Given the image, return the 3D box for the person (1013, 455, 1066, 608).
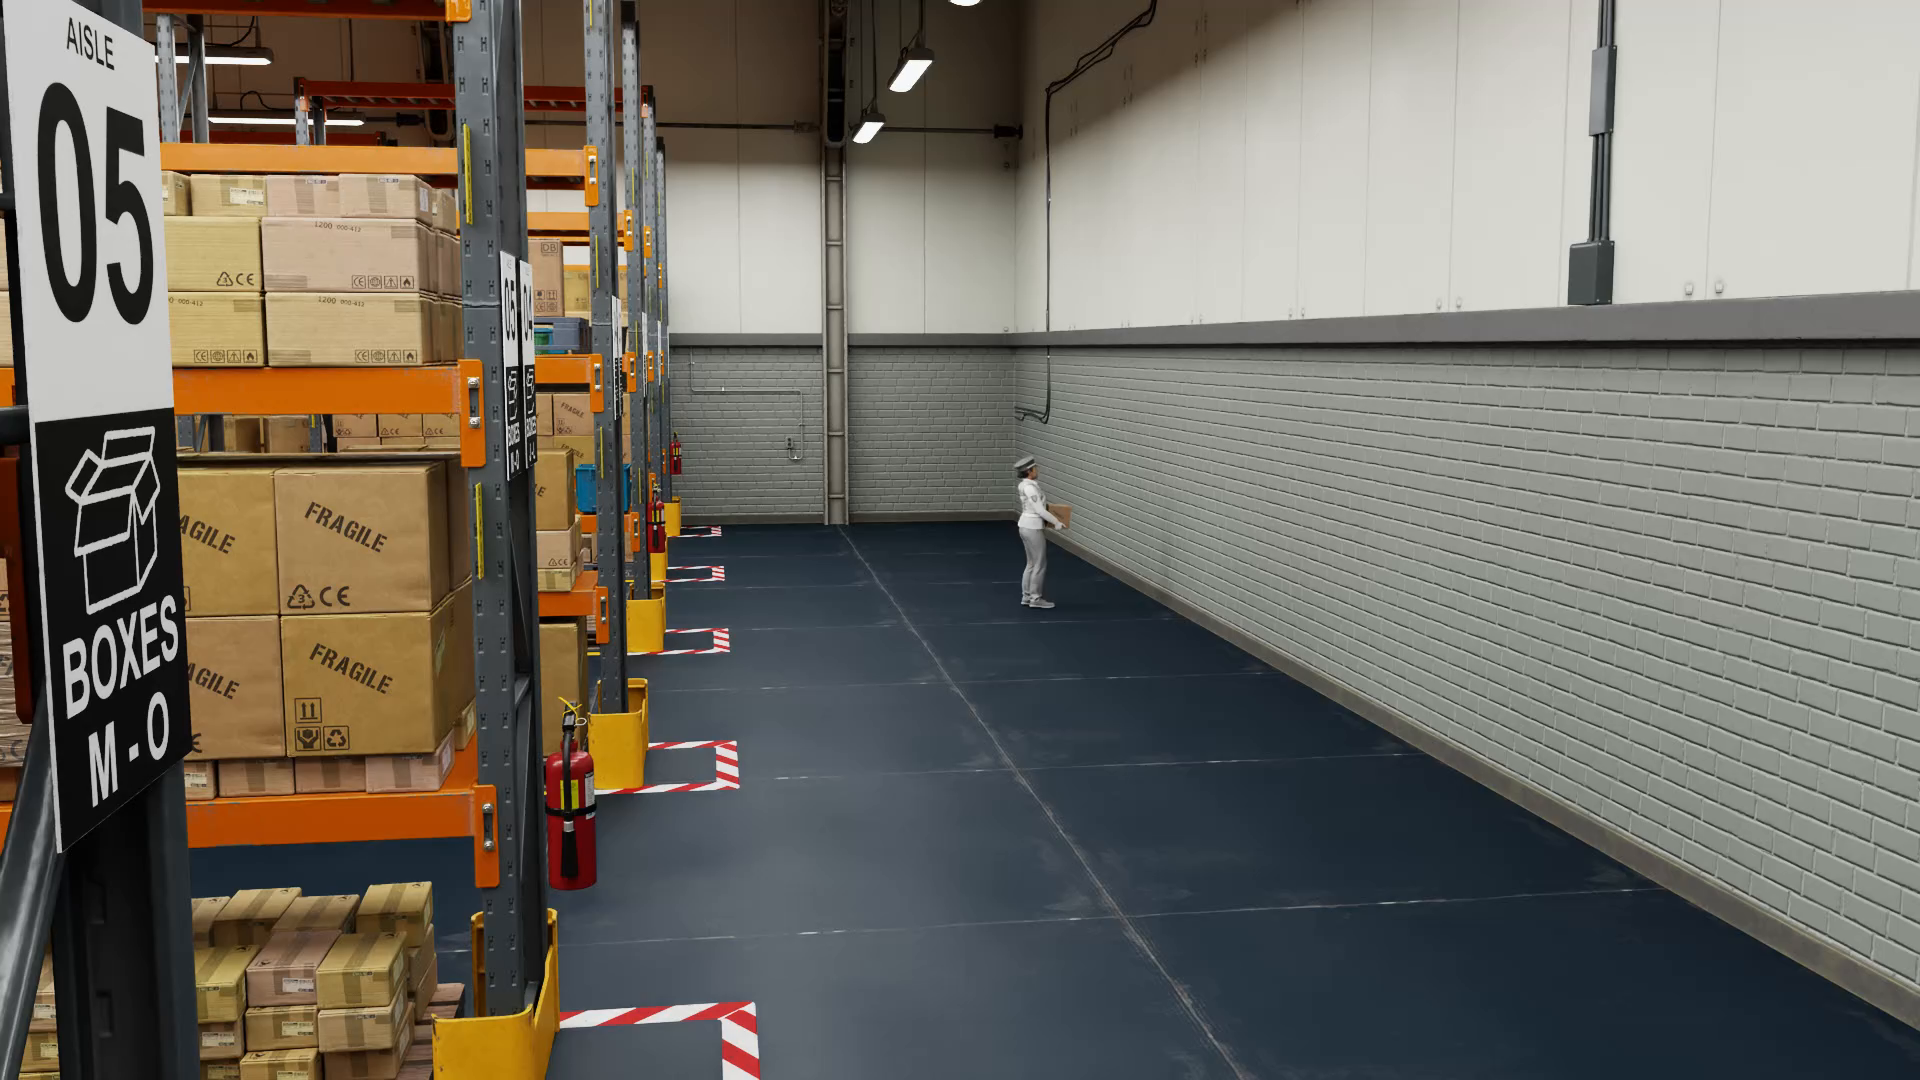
[{"bbox_3d":[0.872,-0.097,18.446,0.555,1.687,0.453,-1,7,-9],"label":"person"}]
